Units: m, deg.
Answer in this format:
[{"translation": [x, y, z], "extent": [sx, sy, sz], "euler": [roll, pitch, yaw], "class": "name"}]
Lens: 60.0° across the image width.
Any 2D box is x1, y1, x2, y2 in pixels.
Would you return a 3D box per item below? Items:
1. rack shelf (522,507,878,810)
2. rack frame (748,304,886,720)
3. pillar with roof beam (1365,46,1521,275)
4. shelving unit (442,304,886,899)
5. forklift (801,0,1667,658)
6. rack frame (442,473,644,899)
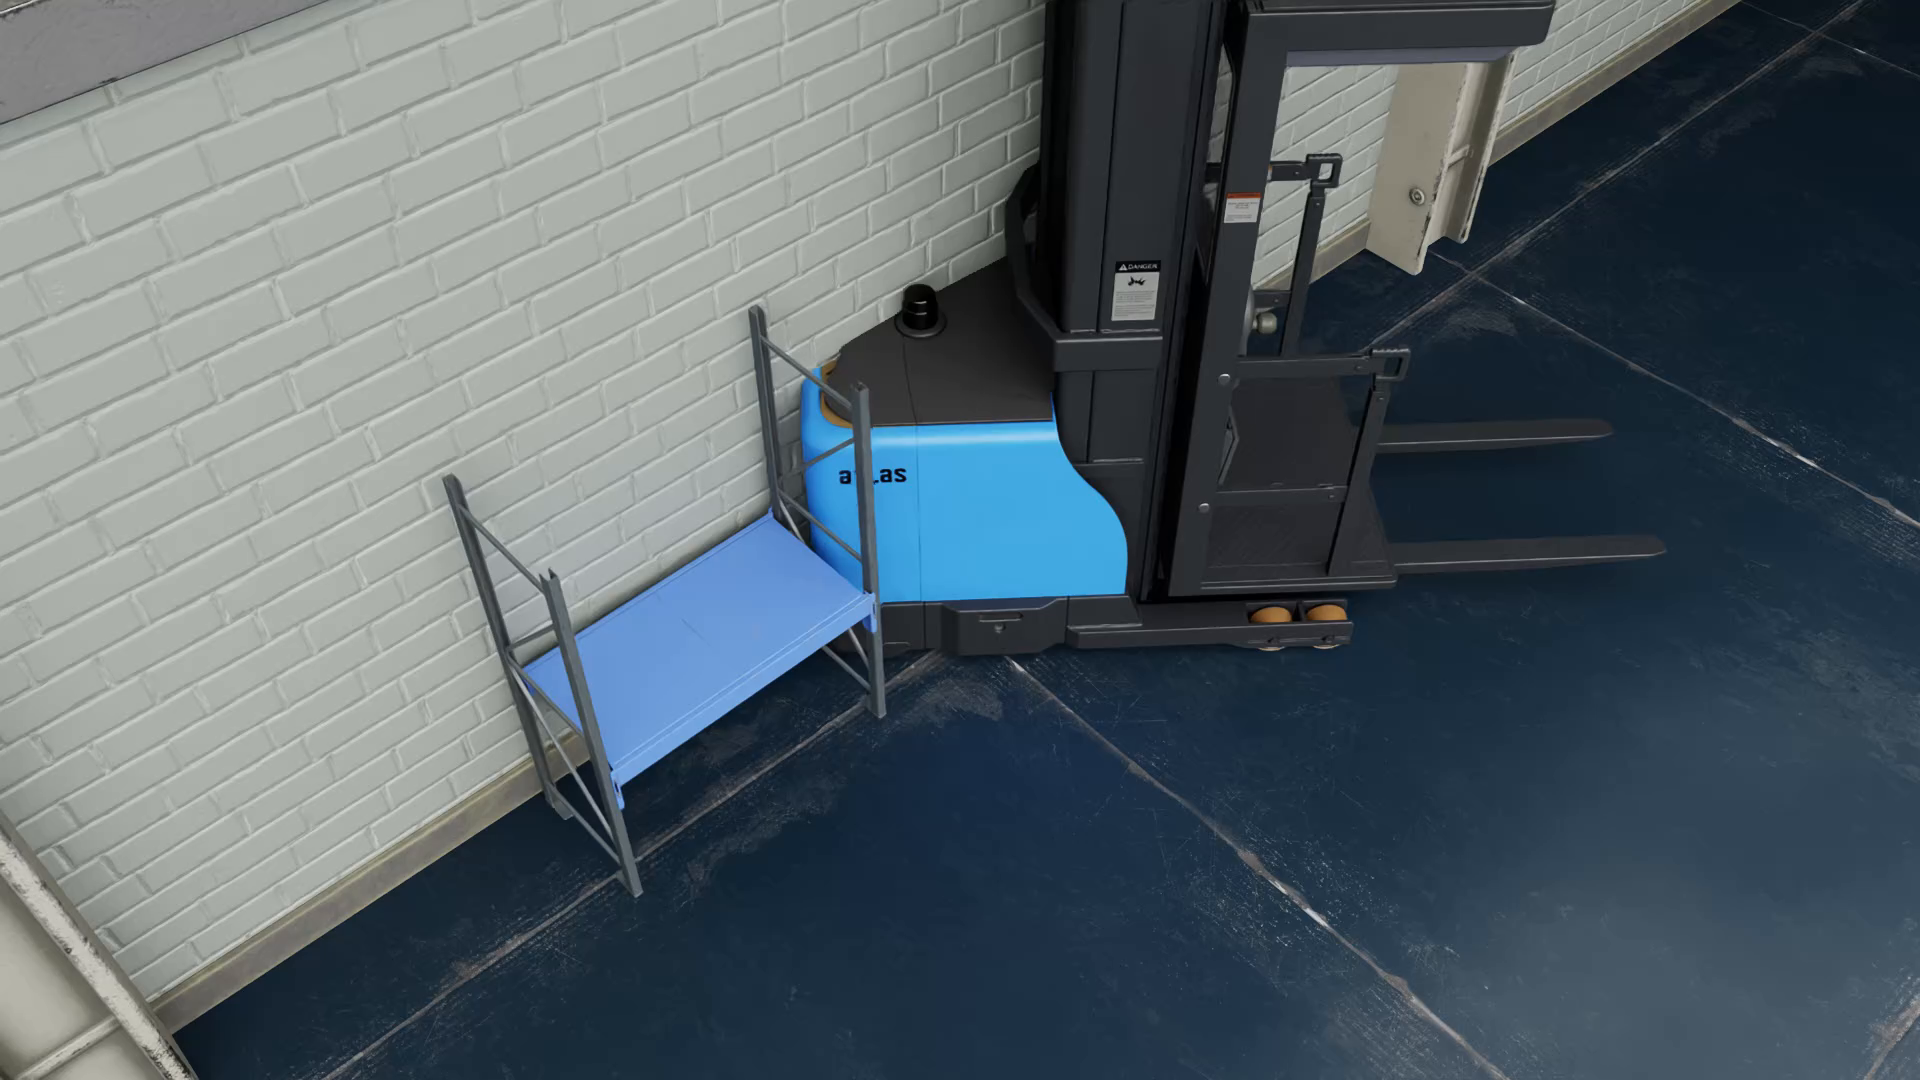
[{"translation": [-0.806, 0.341, 5.160], "extent": [1.000, 0.185, 0.538], "euler": [-35, 56, -28], "class": "rack shelf"}, {"translation": [-0.435, -0.037, 5.263], "extent": [0.032, 1.500, 0.500], "euler": [-35, 56, -28], "class": "rack frame"}, {"translation": [4.940, -2.056, 2.024], "extent": [0.400, 9.000, 9.100], "euler": [-34, 56, -27], "class": "pillar with roof beam"}, {"translation": [-0.806, 0.219, 5.028], "extent": [1.048, 1.500, 0.538], "euler": [-35, 56, -28], "class": "shelving unit"}, {"translation": [0.986, -0.992, 5.171], "extent": [3.031, 2.935, 1.130], "euler": [-2, 47, -2], "class": "forklift"}, {"translation": [-1.177, 0.474, 4.792], "extent": [0.032, 1.500, 0.500], "euler": [-35, 56, -28], "class": "rack frame"}]
